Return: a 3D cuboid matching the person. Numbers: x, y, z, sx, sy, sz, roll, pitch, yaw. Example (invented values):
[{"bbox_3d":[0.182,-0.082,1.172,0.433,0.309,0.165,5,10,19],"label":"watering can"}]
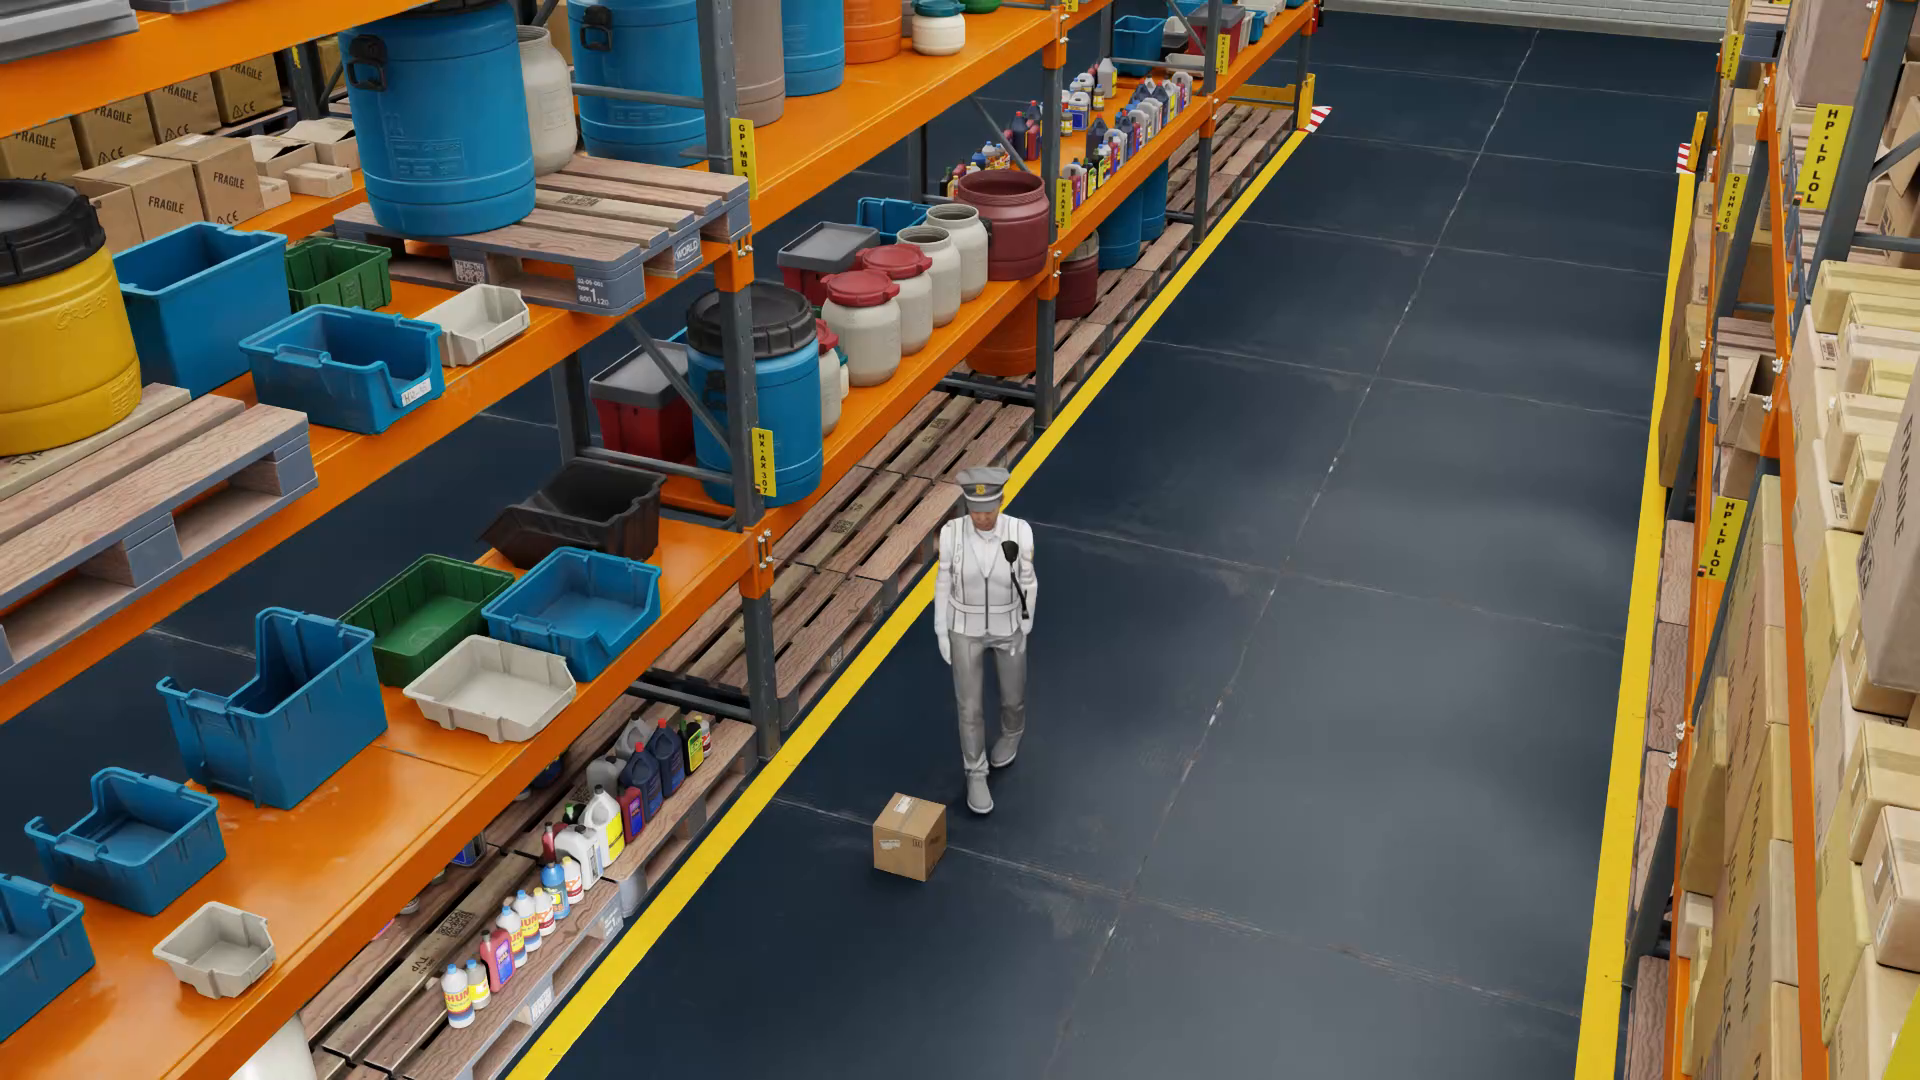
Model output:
[{"bbox_3d":[0.118,0.419,7.631,0.472,1.662,0.608,-1,30,-2],"label":"person"}]
